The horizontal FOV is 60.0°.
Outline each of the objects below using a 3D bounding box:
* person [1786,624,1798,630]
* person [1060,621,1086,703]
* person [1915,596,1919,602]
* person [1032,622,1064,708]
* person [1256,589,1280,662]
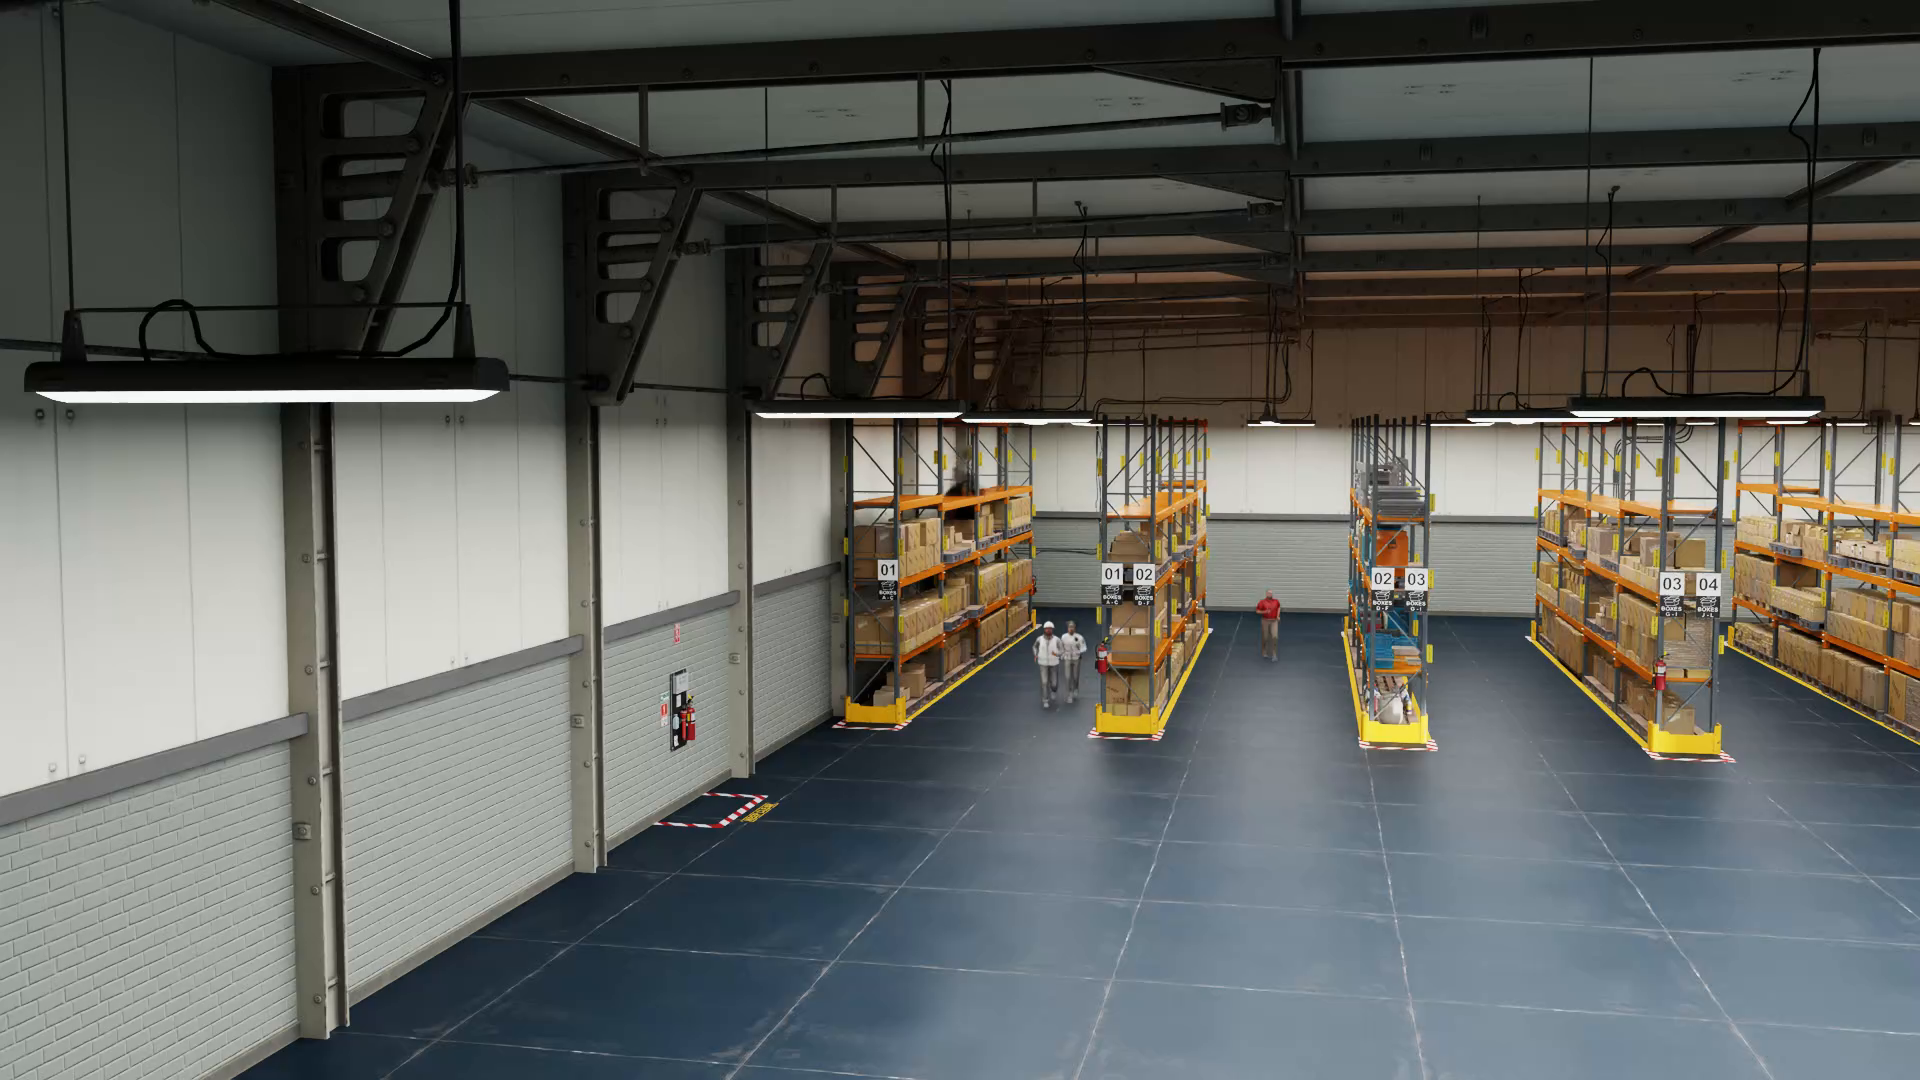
[{"bbox_3d":[22.260,1.892,44.606,0.688,1.751,0.741,-1,4,-13],"label":"person"},{"bbox_3d":[2.347,2.530,34.952,0.619,1.692,0.819,1,4,8],"label":"person"},{"bbox_3d":[25.747,1.966,44.390,0.781,1.693,0.596,2,4,22],"label":"person"},{"bbox_3d":[1.821,2.560,34.301,0.668,1.748,0.896,0,4,4],"label":"person"},{"bbox_3d":[7.672,2.105,41.282,0.648,1.778,0.849,0,4,0],"label":"person"}]
